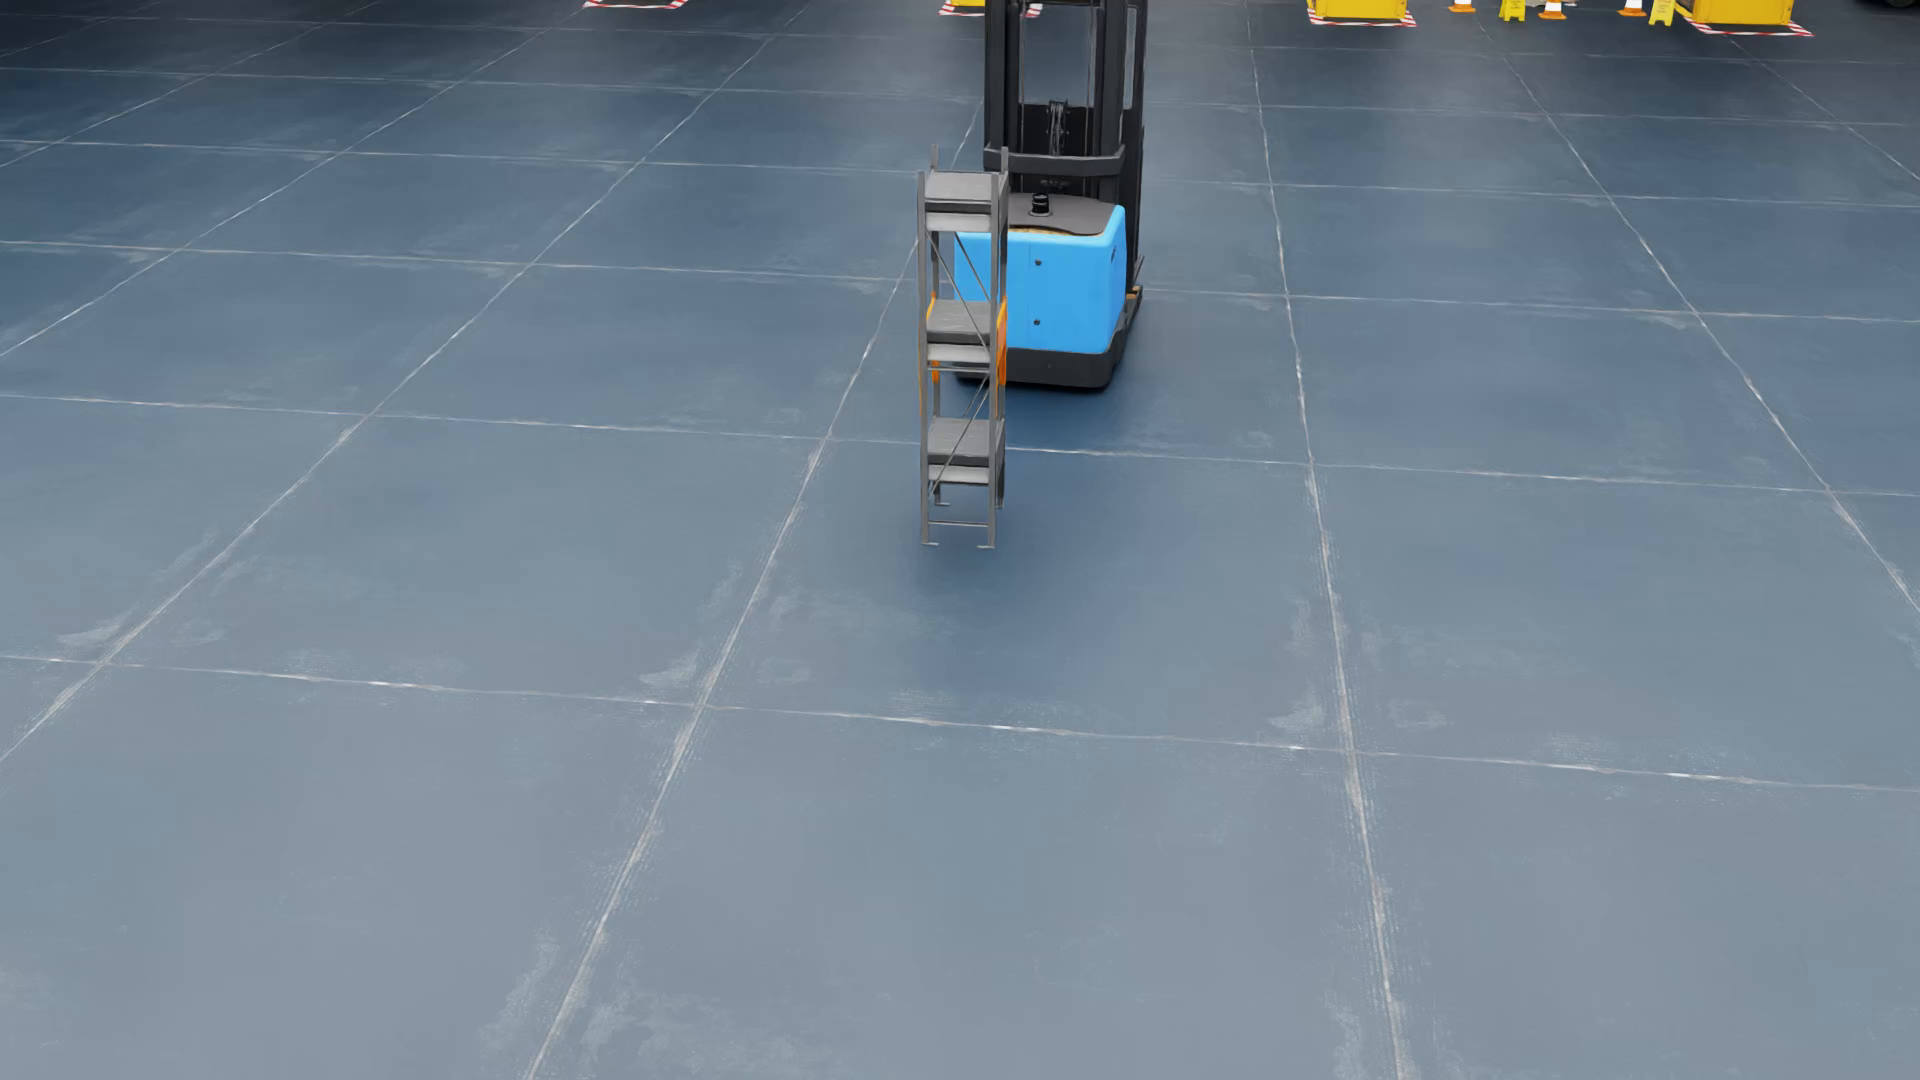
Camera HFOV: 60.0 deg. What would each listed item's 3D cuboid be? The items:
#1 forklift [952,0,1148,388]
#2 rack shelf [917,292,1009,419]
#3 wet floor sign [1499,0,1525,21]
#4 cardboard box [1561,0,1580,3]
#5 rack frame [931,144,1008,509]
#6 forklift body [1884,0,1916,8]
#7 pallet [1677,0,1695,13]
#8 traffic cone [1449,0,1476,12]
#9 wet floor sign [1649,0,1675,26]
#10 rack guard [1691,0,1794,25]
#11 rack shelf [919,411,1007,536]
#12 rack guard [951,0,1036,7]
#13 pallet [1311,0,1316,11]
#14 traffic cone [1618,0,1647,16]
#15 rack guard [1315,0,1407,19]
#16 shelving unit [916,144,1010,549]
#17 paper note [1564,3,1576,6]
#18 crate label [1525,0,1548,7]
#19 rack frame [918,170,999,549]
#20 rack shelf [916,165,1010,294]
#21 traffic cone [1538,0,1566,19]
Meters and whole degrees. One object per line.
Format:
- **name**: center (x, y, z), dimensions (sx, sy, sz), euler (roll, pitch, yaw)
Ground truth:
- **forklift**: center (0.759, -2.974, 11.680), dimensions (1.130, 2.935, 3.031), euler (6, 29, 11)
- **rack shelf**: center (0.020, -0.990, 8.903), dimensions (0.431, 0.518, 0.480), euler (3, 28, 6)
- **wet floor sign**: center (7.327, -7.212, 21.956), dimensions (0.267, 0.644, 0.232), euler (-1, 28, -3)
- **cardboard box**: center (8.446, -7.616, 23.229), dimensions (0.380, 0.149, 0.250), euler (20, 34, 32)
- **rack frame**: center (0.050, -1.117, 9.110), dimensions (0.400, 2.100, 0.015), euler (3, 28, 6)
- **forklift body**: center (13.639, -8.475, 22.713), dimensions (2.313, 2.155, 1.214), euler (3, 28, 6)
- **pallet**: center (10.435, -7.325, 22.625), dimensions (1.003, 0.211, 1.213), euler (3, 28, 6)
- **traffic cone**: center (6.840, -7.427, 22.549), dimensions (0.336, 0.463, 0.334), euler (3, 28, 6)
- **wet floor sign**: center (9.205, -7.073, 21.699), dimensions (0.267, 0.644, 0.232), euler (14, 31, 24)
- **rack guard**: center (10.300, -7.072, 21.850), dimensions (1.175, 0.500, 0.348), euler (3, 28, 6)
- **rack shelf**: center (0.020, -0.374, 9.235), dimensions (0.431, 0.518, 0.480), euler (3, 28, 6)
- **rack guard**: center (0.465, -7.648, 22.919), dimensions (1.175, 0.500, 0.348), euler (3, 28, 6)
- **pallet**: center (5.386, -7.530, 23.005), dimensions (1.003, 0.211, 1.213), euler (3, 28, 6)
- **traffic cone**: center (9.063, -7.297, 22.307), dimensions (0.336, 0.463, 0.334), euler (3, 28, 6)
- **rack guard**: center (5.363, -7.265, 22.208), dimensions (1.175, 0.500, 0.348), euler (3, 28, 6)
- **shelving unit**: center (0.020, -1.002, 8.897), dimensions (0.431, 2.100, 0.503), euler (3, 28, 6)
- **paper note**: center (8.431, -7.390, 22.936), dimensions (0.148, 0.019, 0.142), euler (-6, 29, -11)
- **crate label**: center (7.954, -7.432, 22.901), dimensions (0.250, 0.136, 0.298), euler (-11, 30, -20)
- **rack frame**: center (-0.010, -0.887, 8.683), dimensions (0.400, 2.100, 0.015), euler (3, 28, 6)
- **rack shelf**: center (0.020, -1.607, 8.571), dimensions (0.431, 0.518, 0.480), euler (3, 28, 6)
- **traffic cone**: center (7.920, -7.202, 22.130), dimensions (0.336, 0.463, 0.334), euler (3, 28, 6)
